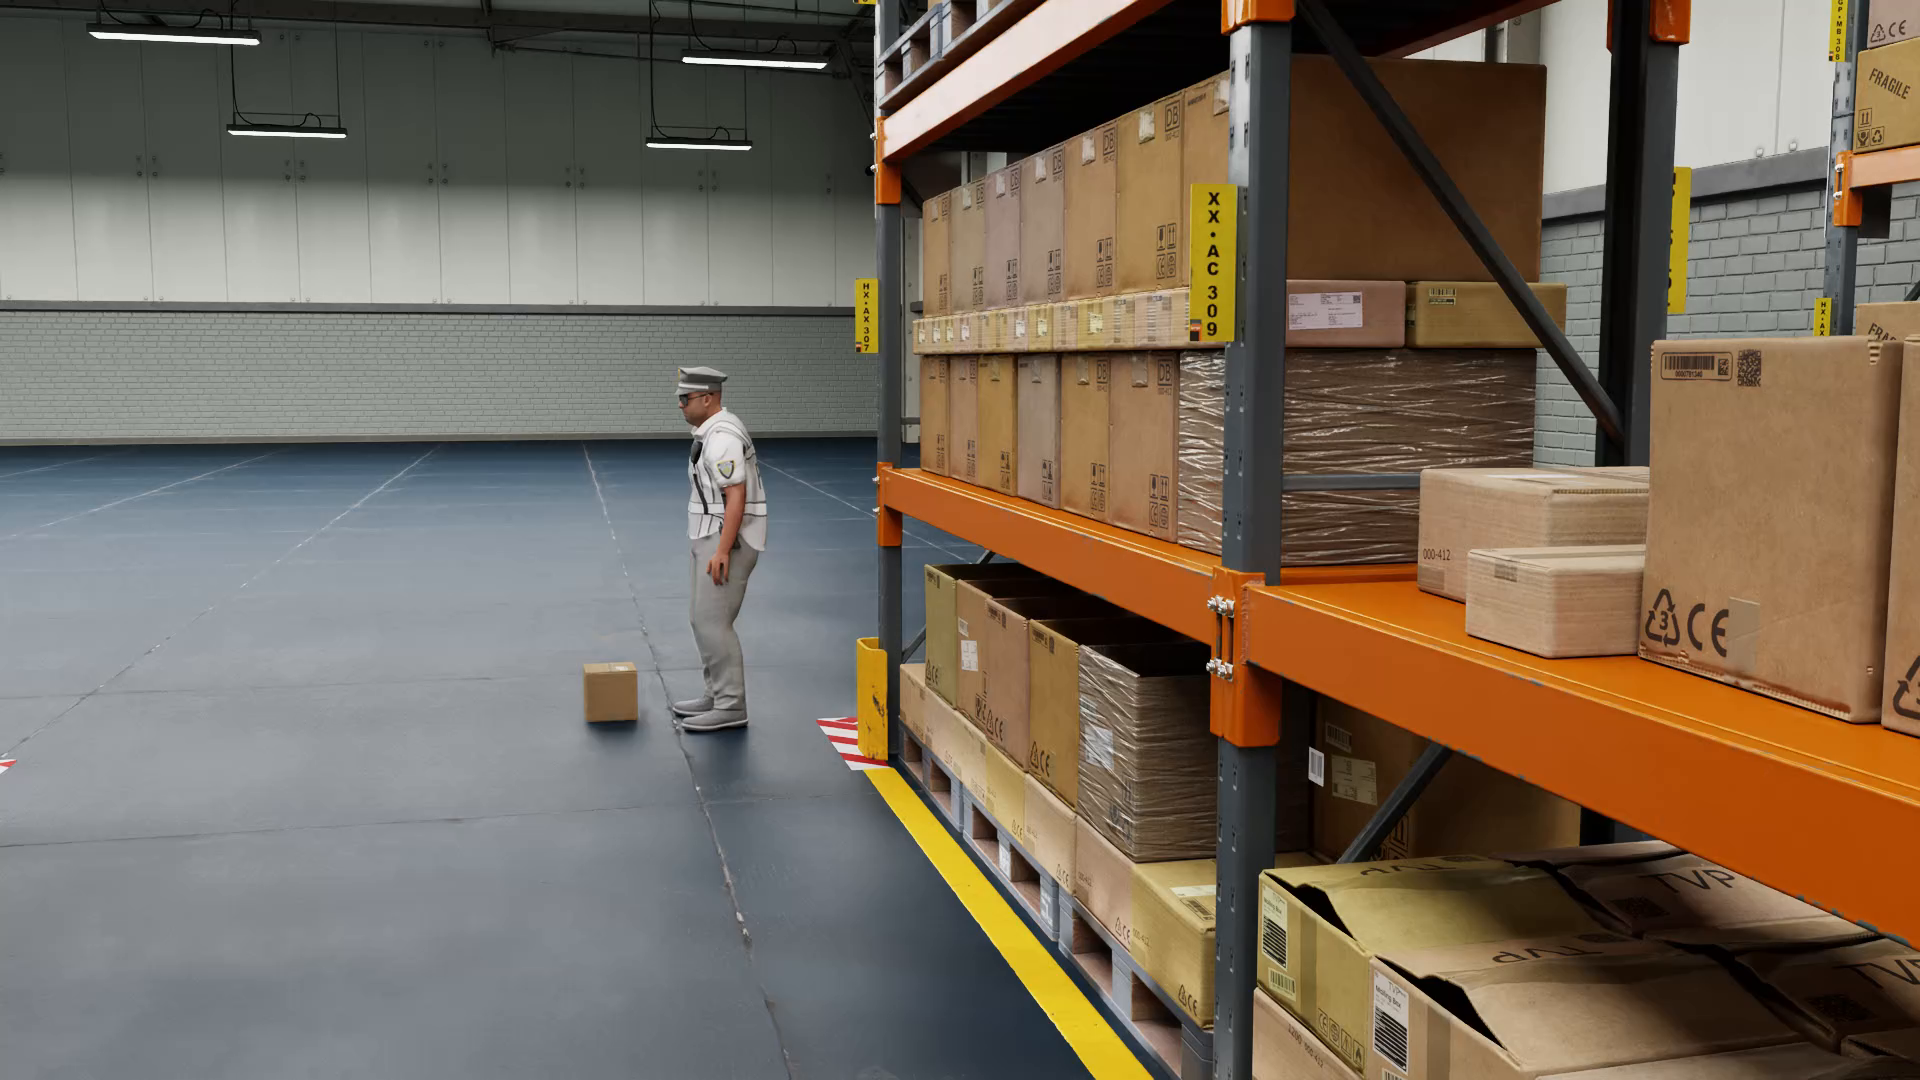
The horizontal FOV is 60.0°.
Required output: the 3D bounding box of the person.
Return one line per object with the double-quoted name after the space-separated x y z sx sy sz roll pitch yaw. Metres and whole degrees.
-1.183 0.030 8.127 0.436 1.749 0.608 -2 6 -17 "person"
